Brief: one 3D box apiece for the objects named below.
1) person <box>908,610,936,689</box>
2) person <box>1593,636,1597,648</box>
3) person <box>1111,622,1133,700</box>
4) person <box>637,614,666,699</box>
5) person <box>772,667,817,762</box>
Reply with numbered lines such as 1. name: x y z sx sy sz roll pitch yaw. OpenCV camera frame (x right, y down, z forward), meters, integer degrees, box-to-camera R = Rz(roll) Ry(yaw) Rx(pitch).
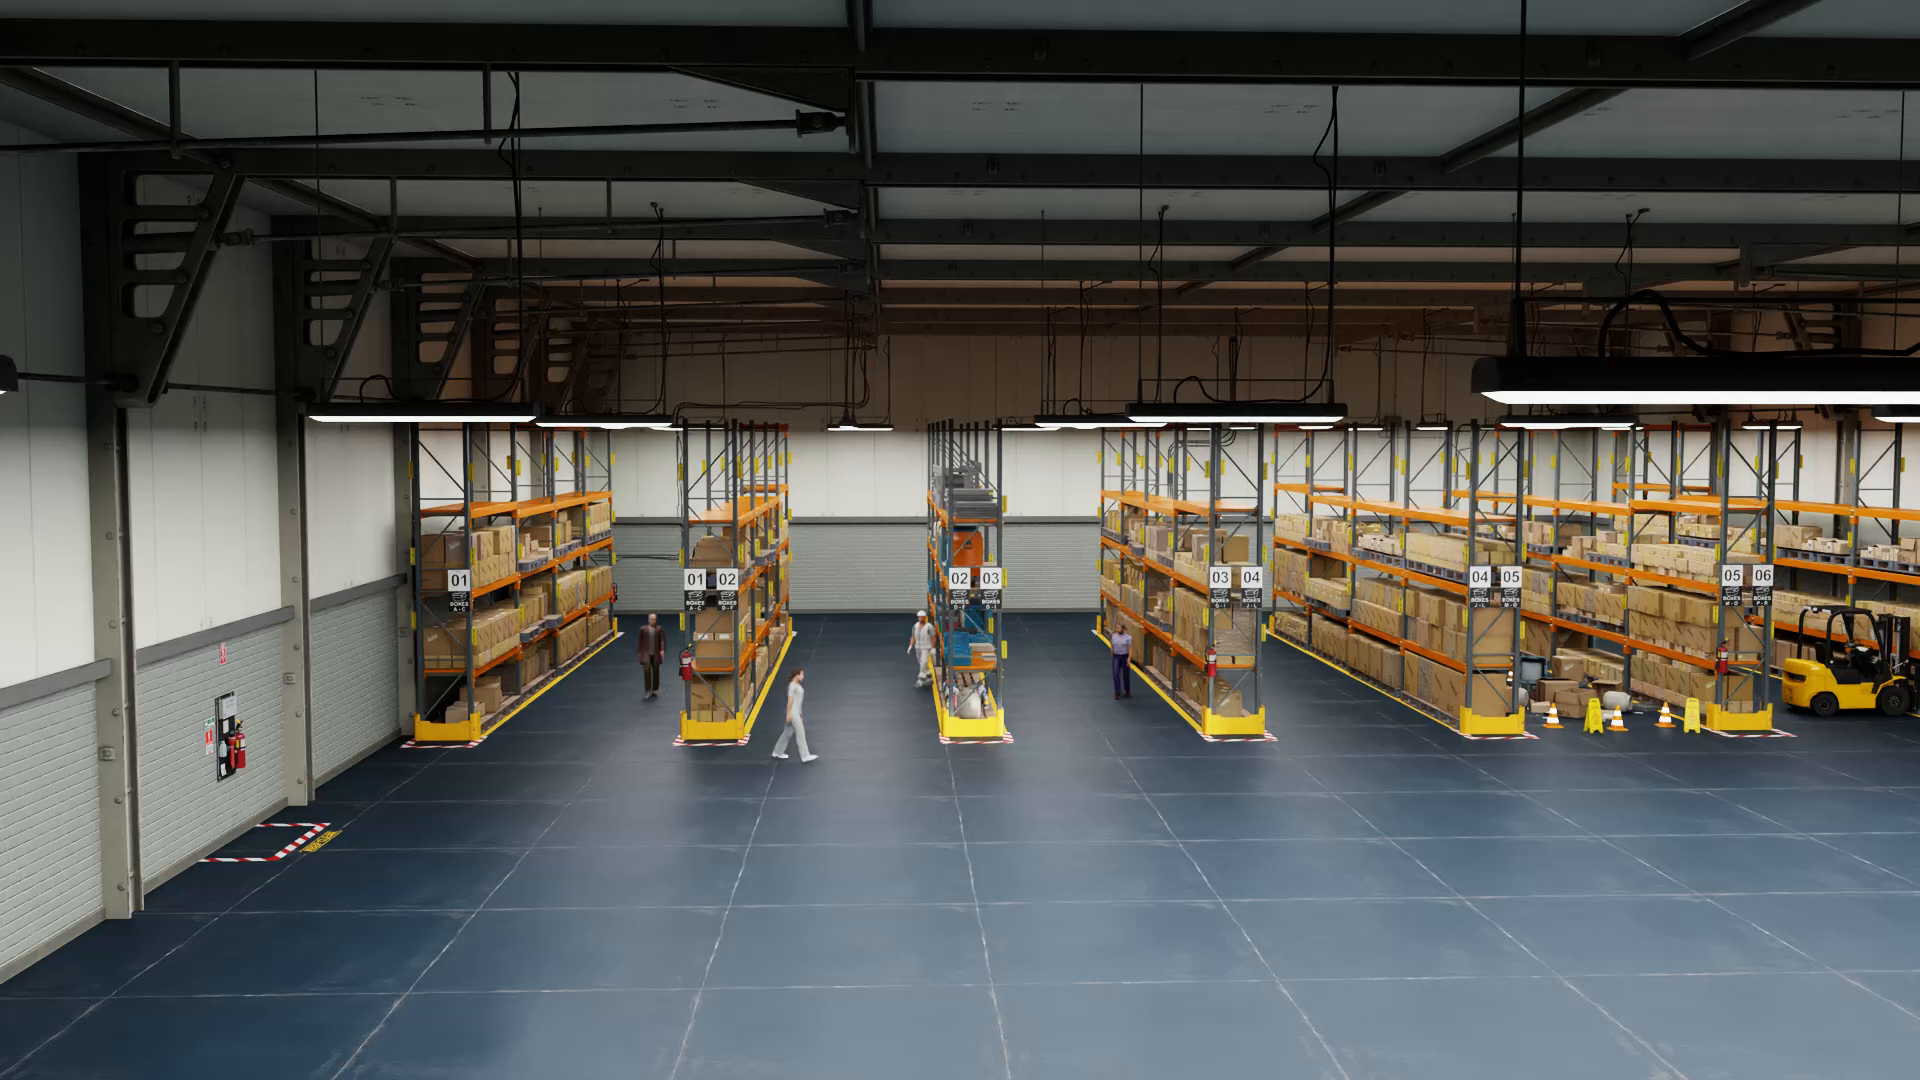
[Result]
1. person: -0.869 2.442 37.281 0.553 1.723 1.060 3 5 37
2. person: 16.404 2.070 43.238 0.548 1.764 0.530 -1 4 -15
3. person: 3.507 2.604 36.046 0.500 1.649 0.818 1 4 15
4. person: -6.711 2.543 36.263 0.609 1.775 0.731 -1 4 -18
5. person: -2.899 3.046 29.158 0.838 1.643 0.521 0 4 3
